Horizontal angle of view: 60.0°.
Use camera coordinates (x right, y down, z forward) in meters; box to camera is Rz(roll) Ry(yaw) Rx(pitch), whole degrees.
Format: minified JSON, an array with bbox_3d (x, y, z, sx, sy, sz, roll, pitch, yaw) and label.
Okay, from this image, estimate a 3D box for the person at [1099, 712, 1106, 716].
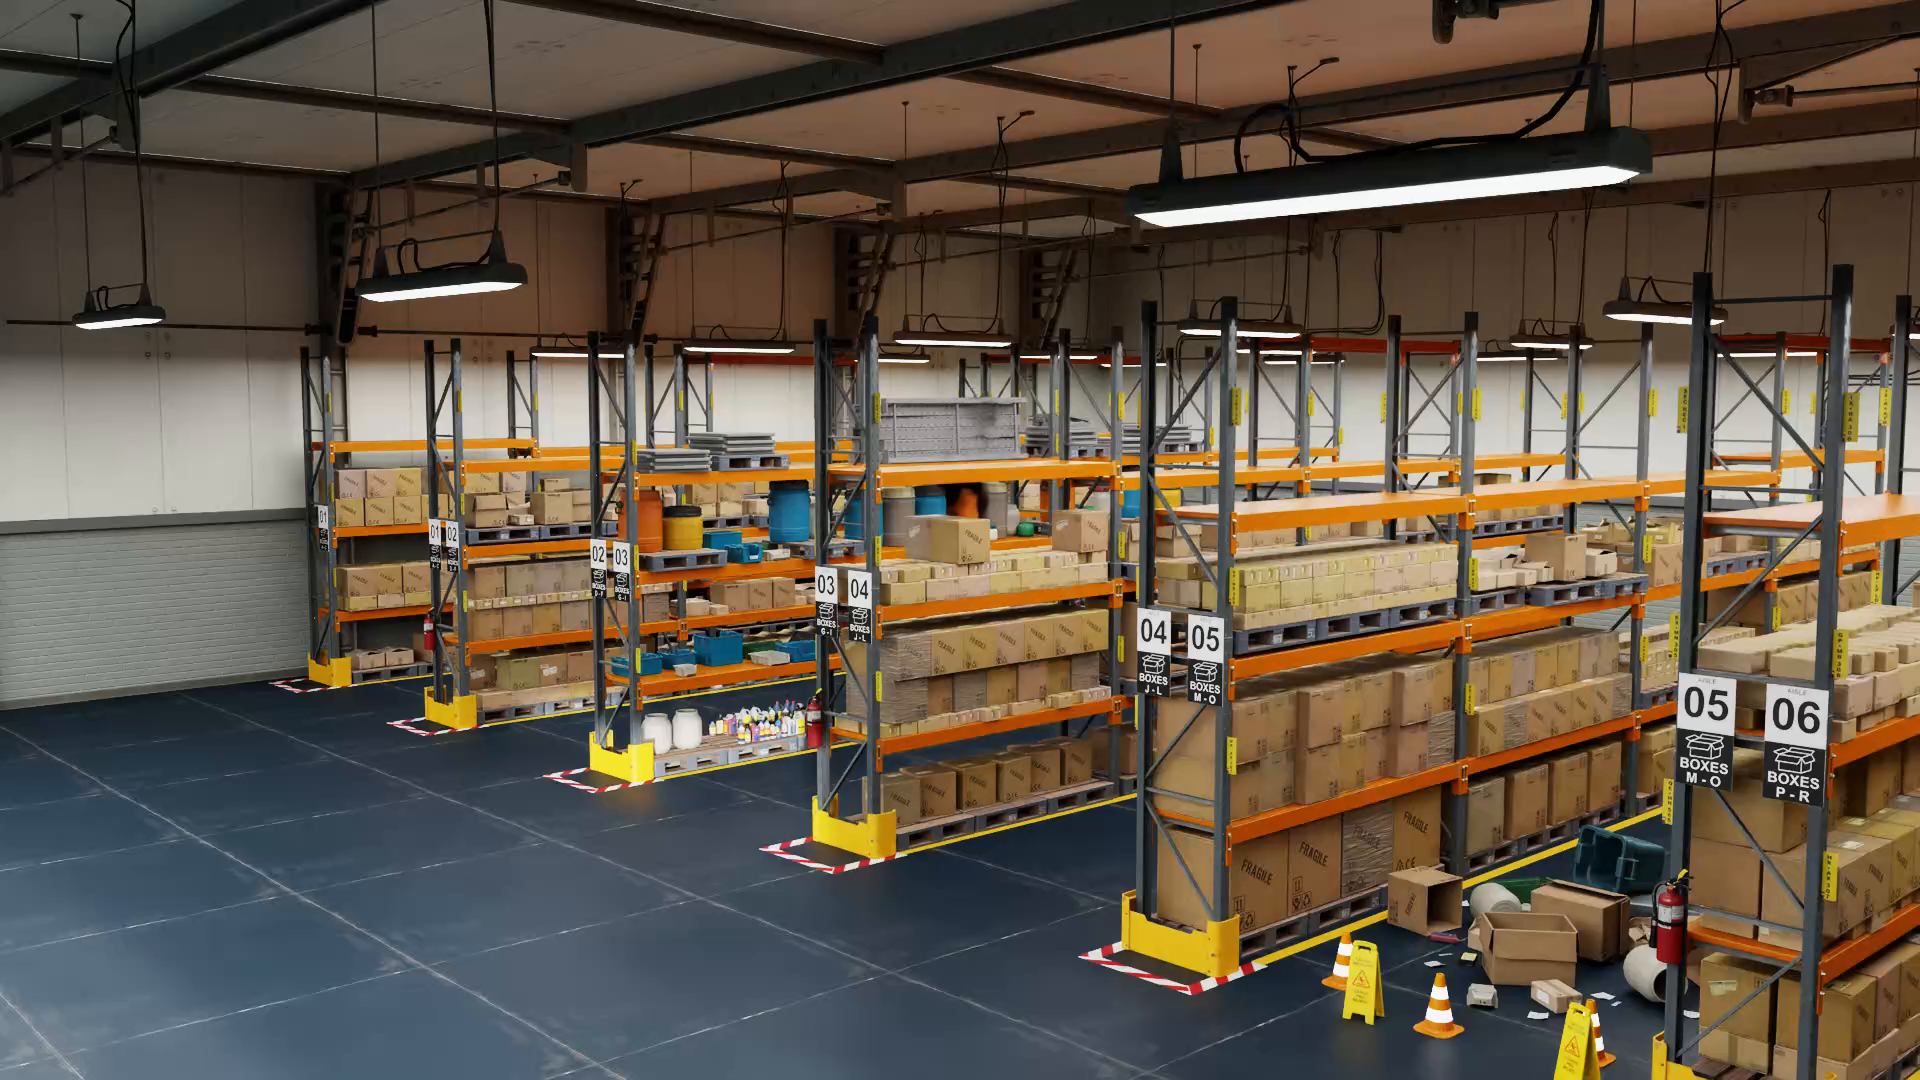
[{"bbox_3d":[1.999,1.824,25.333,0.638,1.737,0.559,4,7,41],"label":"person"}]
